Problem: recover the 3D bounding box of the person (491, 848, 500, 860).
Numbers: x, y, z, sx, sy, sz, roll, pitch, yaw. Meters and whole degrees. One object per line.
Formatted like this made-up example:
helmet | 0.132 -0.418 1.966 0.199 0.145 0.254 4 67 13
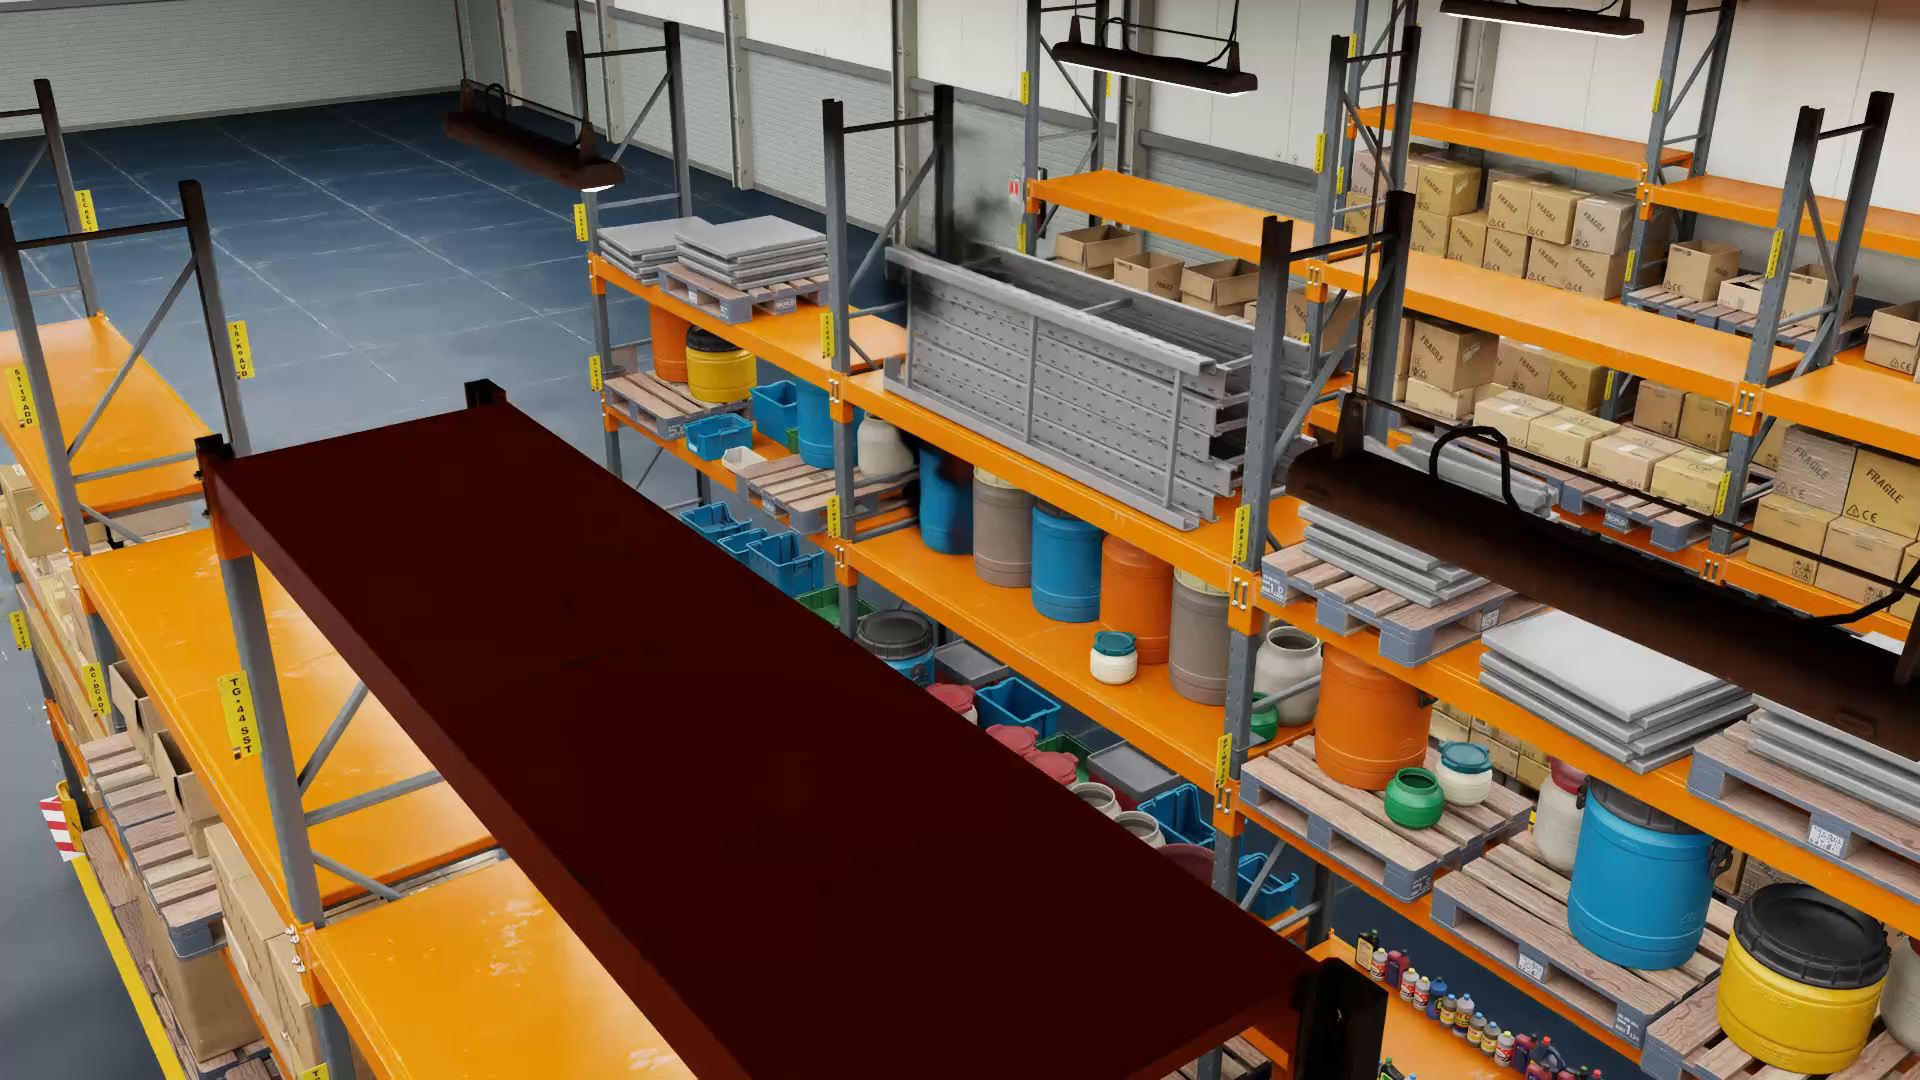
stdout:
person | -3.182 2.708 11.162 0.550 1.643 0.544 -19 31 -36
